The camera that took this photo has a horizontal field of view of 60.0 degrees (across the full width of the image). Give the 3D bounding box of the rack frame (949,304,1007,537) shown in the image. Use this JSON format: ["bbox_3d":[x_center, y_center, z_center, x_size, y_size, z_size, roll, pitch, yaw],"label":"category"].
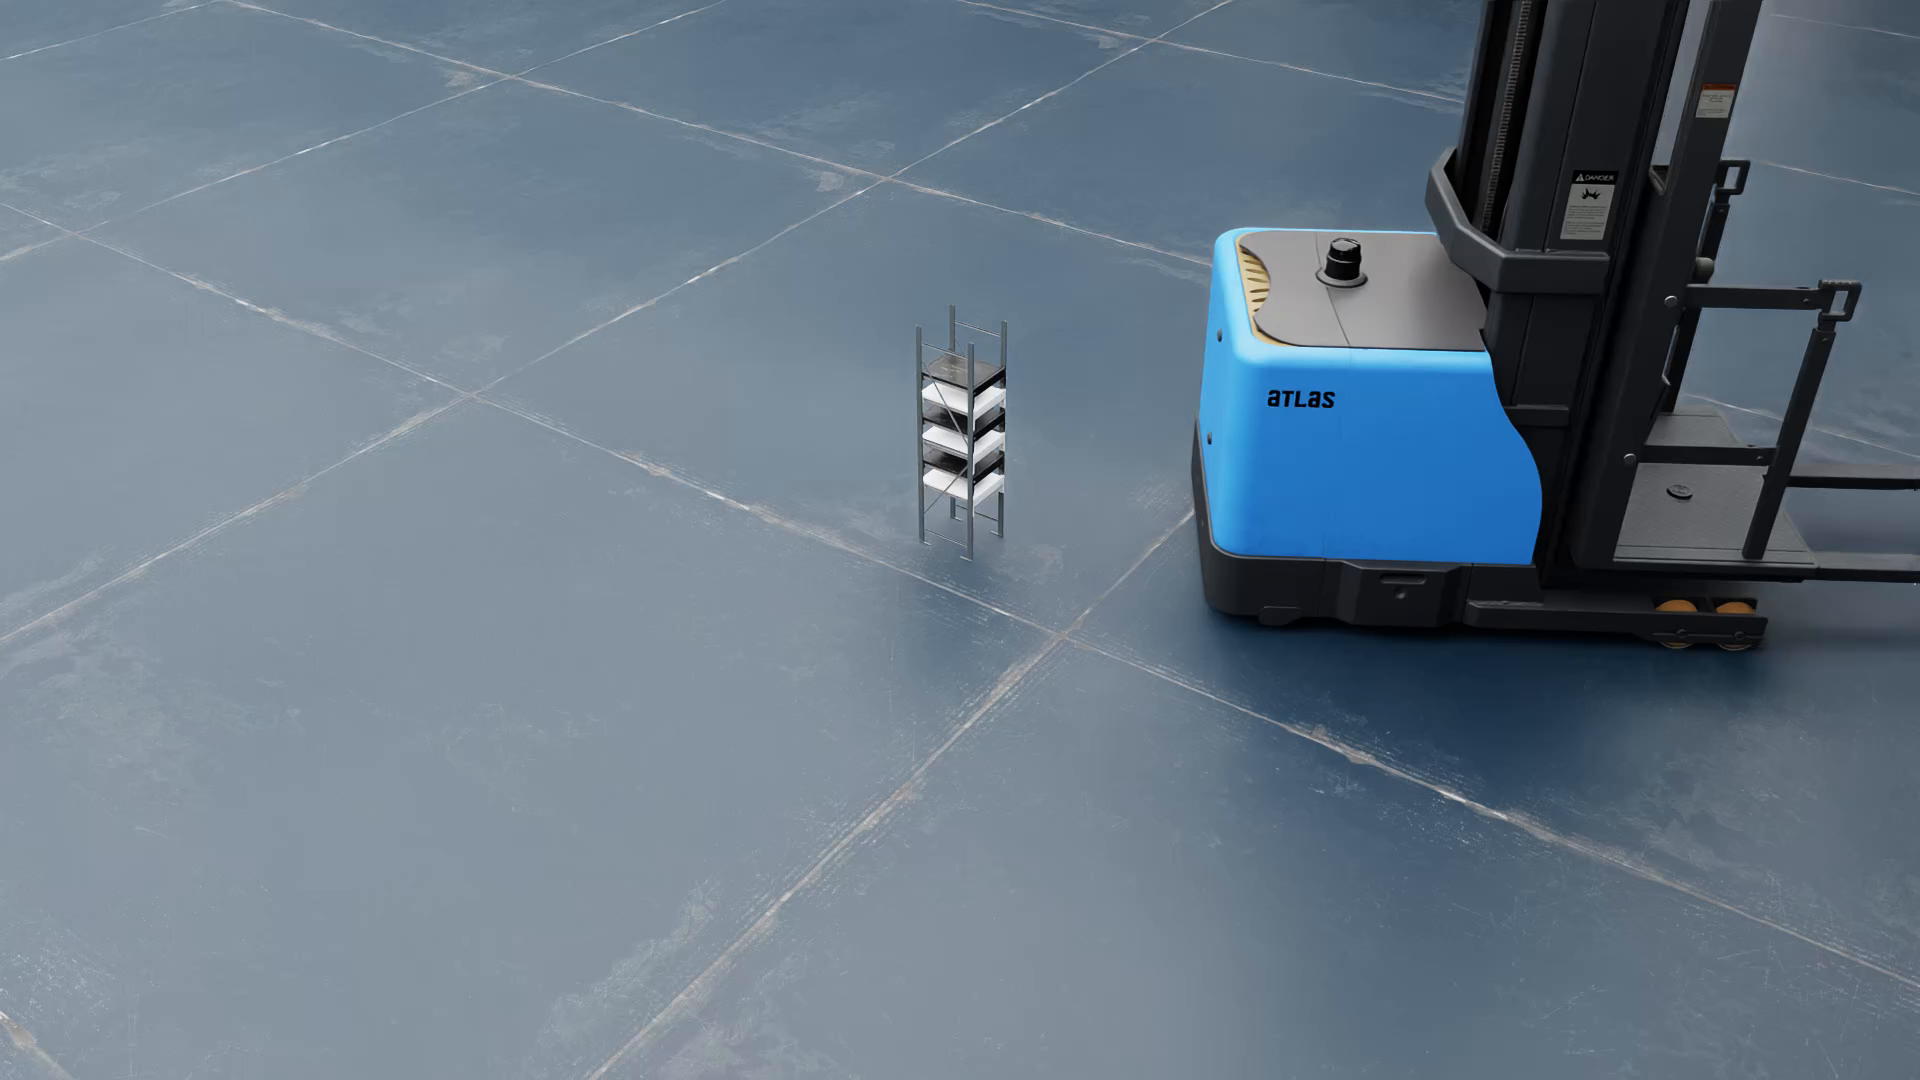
[{"bbox_3d":[0.063,-0.423,6.073,0.240,0.900,0.006,21,39,28],"label":"rack frame"}]

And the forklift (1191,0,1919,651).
[{"bbox_3d":[2.394,-1.144,5.325,3.031,2.935,1.130,2,34,3],"label":"forklift"}]

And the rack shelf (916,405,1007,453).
[{"bbox_3d":[0.005,-0.423,5.972,0.258,0.077,0.200,21,39,28],"label":"rack shelf"}]

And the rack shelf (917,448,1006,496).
[{"bbox_3d":[0.005,-0.274,6.073,0.258,0.077,0.200,21,39,28],"label":"rack shelf"}]

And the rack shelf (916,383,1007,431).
[{"bbox_3d":[0.005,-0.498,5.921,0.258,0.077,0.200,21,39,28],"label":"rack shelf"}]

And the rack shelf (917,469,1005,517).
[{"bbox_3d":[0.005,-0.200,6.123,0.258,0.077,0.200,21,39,28],"label":"rack shelf"}]

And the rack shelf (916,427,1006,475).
[{"bbox_3d":[0.005,-0.349,6.022,0.258,0.077,0.200,21,39,28],"label":"rack shelf"}]

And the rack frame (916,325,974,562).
[{"bbox_3d":[-0.053,-0.330,5.934,0.240,0.900,0.006,21,39,28],"label":"rack frame"}]

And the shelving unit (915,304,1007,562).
[{"bbox_3d":[0.005,-0.376,6.003,0.258,0.900,0.210,21,39,28],"label":"shelving unit"}]

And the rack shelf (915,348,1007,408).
[{"bbox_3d":[0.005,-0.573,5.871,0.258,0.077,0.200,21,39,28],"label":"rack shelf"}]
